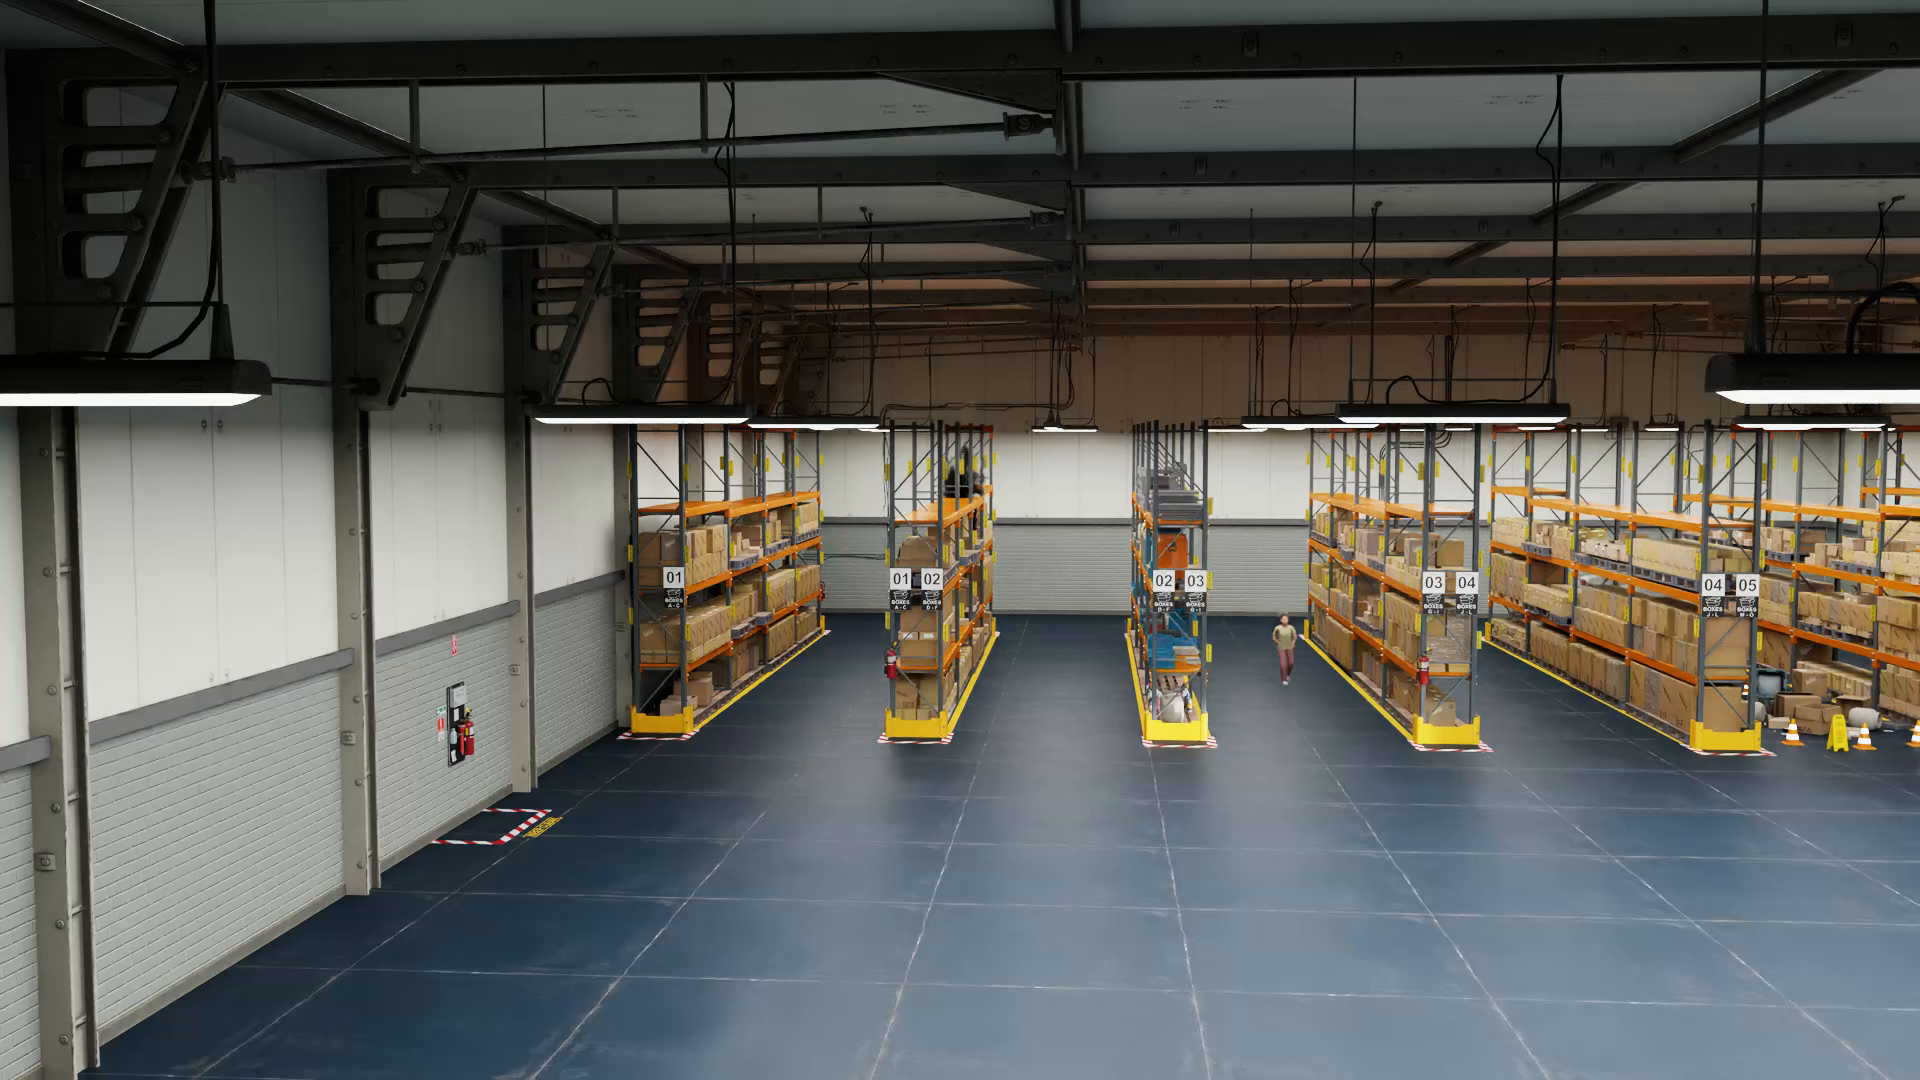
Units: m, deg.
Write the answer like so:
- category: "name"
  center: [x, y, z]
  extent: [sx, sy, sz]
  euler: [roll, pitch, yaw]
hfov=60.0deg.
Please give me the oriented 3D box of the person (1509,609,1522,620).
- category: "person"
  center: [15.818, 1.854, 47.190]
  extent: [0.894, 1.752, 0.673]
  euler: [3, 4, 36]

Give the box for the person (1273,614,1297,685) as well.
- category: "person"
  center: [7.416, 2.501, 37.918]
  extent: [0.556, 1.626, 0.520]
  euler: [0, 4, 3]

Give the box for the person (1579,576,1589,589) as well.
- category: "person"
  center: [17.706, 1.872, 47.186]
  extent: [0.667, 1.734, 0.685]
  euler: [0, 4, 0]
